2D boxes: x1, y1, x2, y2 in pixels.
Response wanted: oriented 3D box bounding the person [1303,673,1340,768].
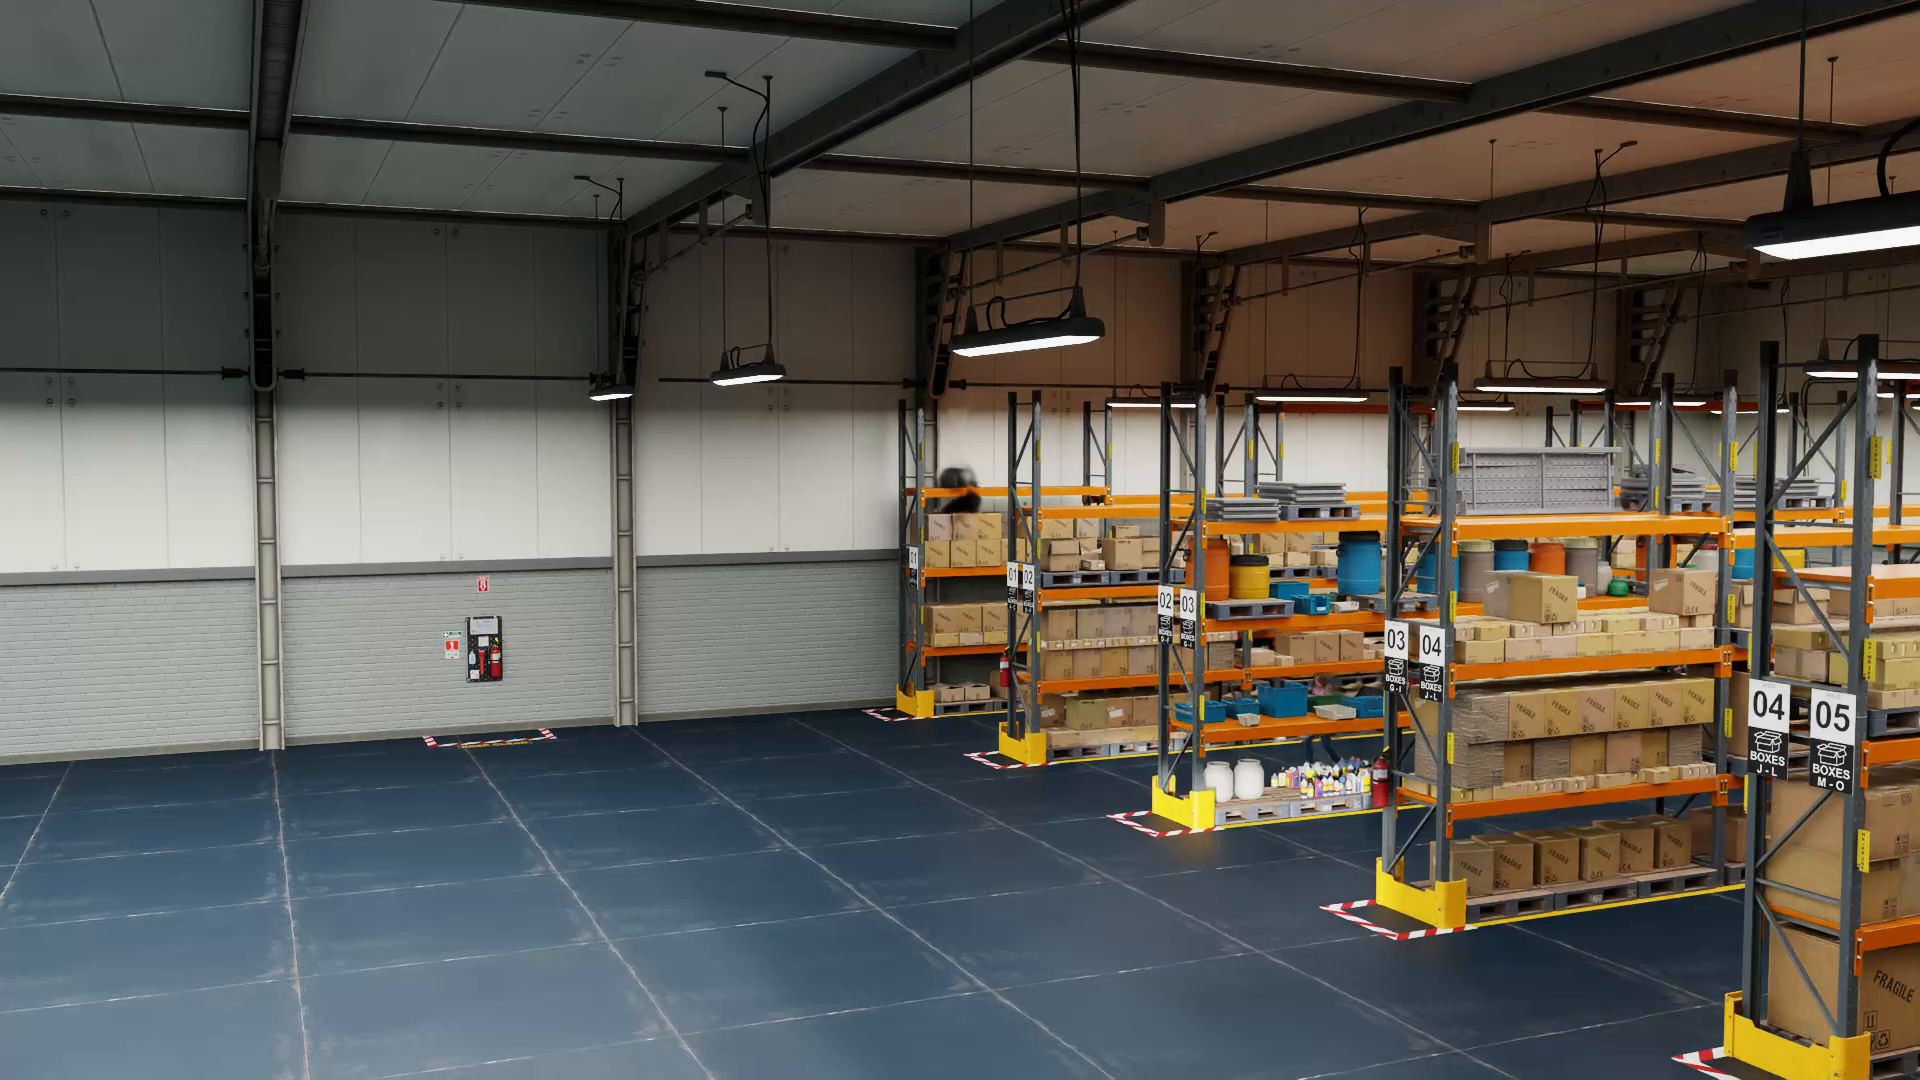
[{"bbox_3d":[5.545,2.859,25.574,0.731,1.642,0.510,-2,4,-30],"label":"person"}]
